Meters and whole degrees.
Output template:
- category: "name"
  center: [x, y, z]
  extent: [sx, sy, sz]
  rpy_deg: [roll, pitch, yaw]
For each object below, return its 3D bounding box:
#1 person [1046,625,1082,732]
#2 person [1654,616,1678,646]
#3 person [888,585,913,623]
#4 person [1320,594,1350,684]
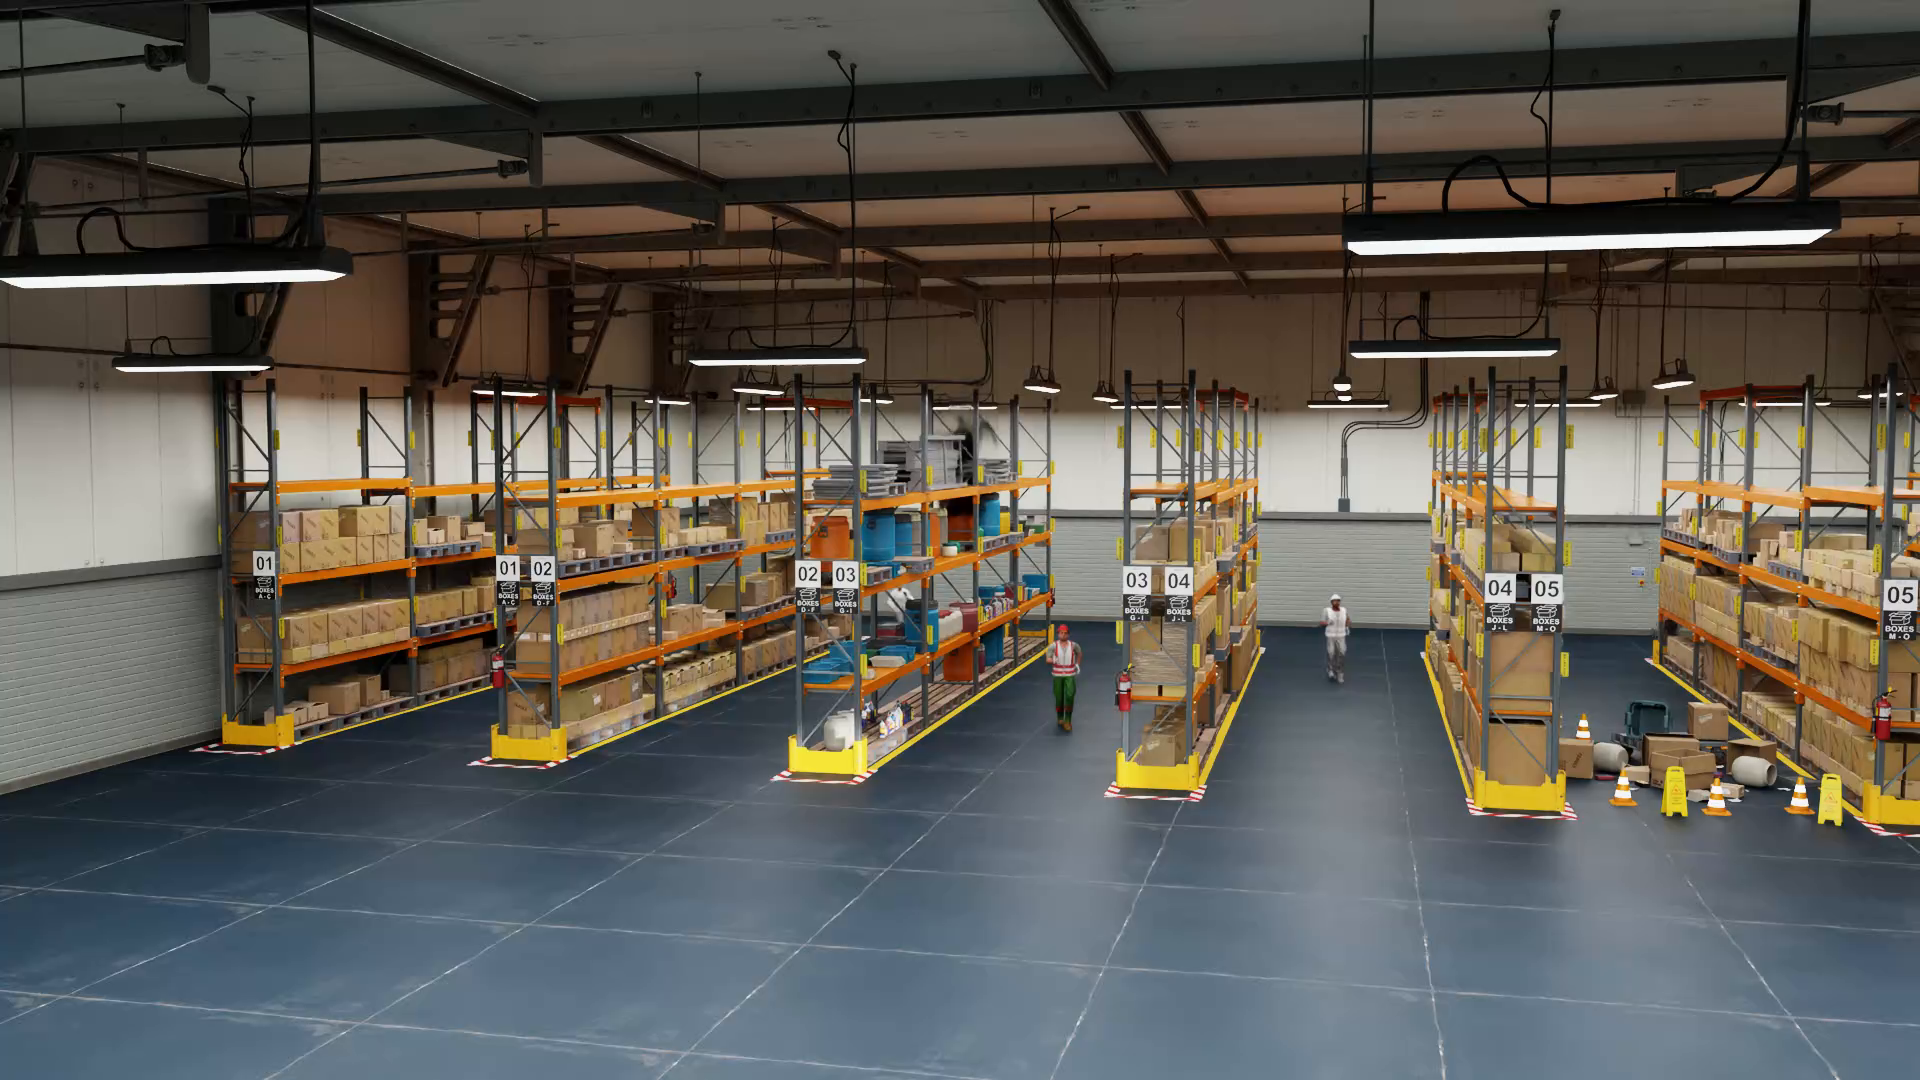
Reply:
- category: "person"
  center: [1.797, 2.385, 28.729]
  extent: [0.632, 1.823, 0.705]
  rpy_deg: [0, 3, 3]
- category: "person"
  center: [16.394, 1.859, 38.496]
  extent: [0.713, 1.696, 0.639]
  rpy_deg: [-3, 5, -45]
- category: "person"
  center: [-1.443, 1.745, 40.786]
  extent: [0.643, 1.627, 0.601]
  rpy_deg: [-1, 3, -9]
- category: "person"
  center: [7.782, 2.042, 34.442]
  extent: [0.654, 1.835, 0.735]
  rpy_deg: [0, 3, 4]
